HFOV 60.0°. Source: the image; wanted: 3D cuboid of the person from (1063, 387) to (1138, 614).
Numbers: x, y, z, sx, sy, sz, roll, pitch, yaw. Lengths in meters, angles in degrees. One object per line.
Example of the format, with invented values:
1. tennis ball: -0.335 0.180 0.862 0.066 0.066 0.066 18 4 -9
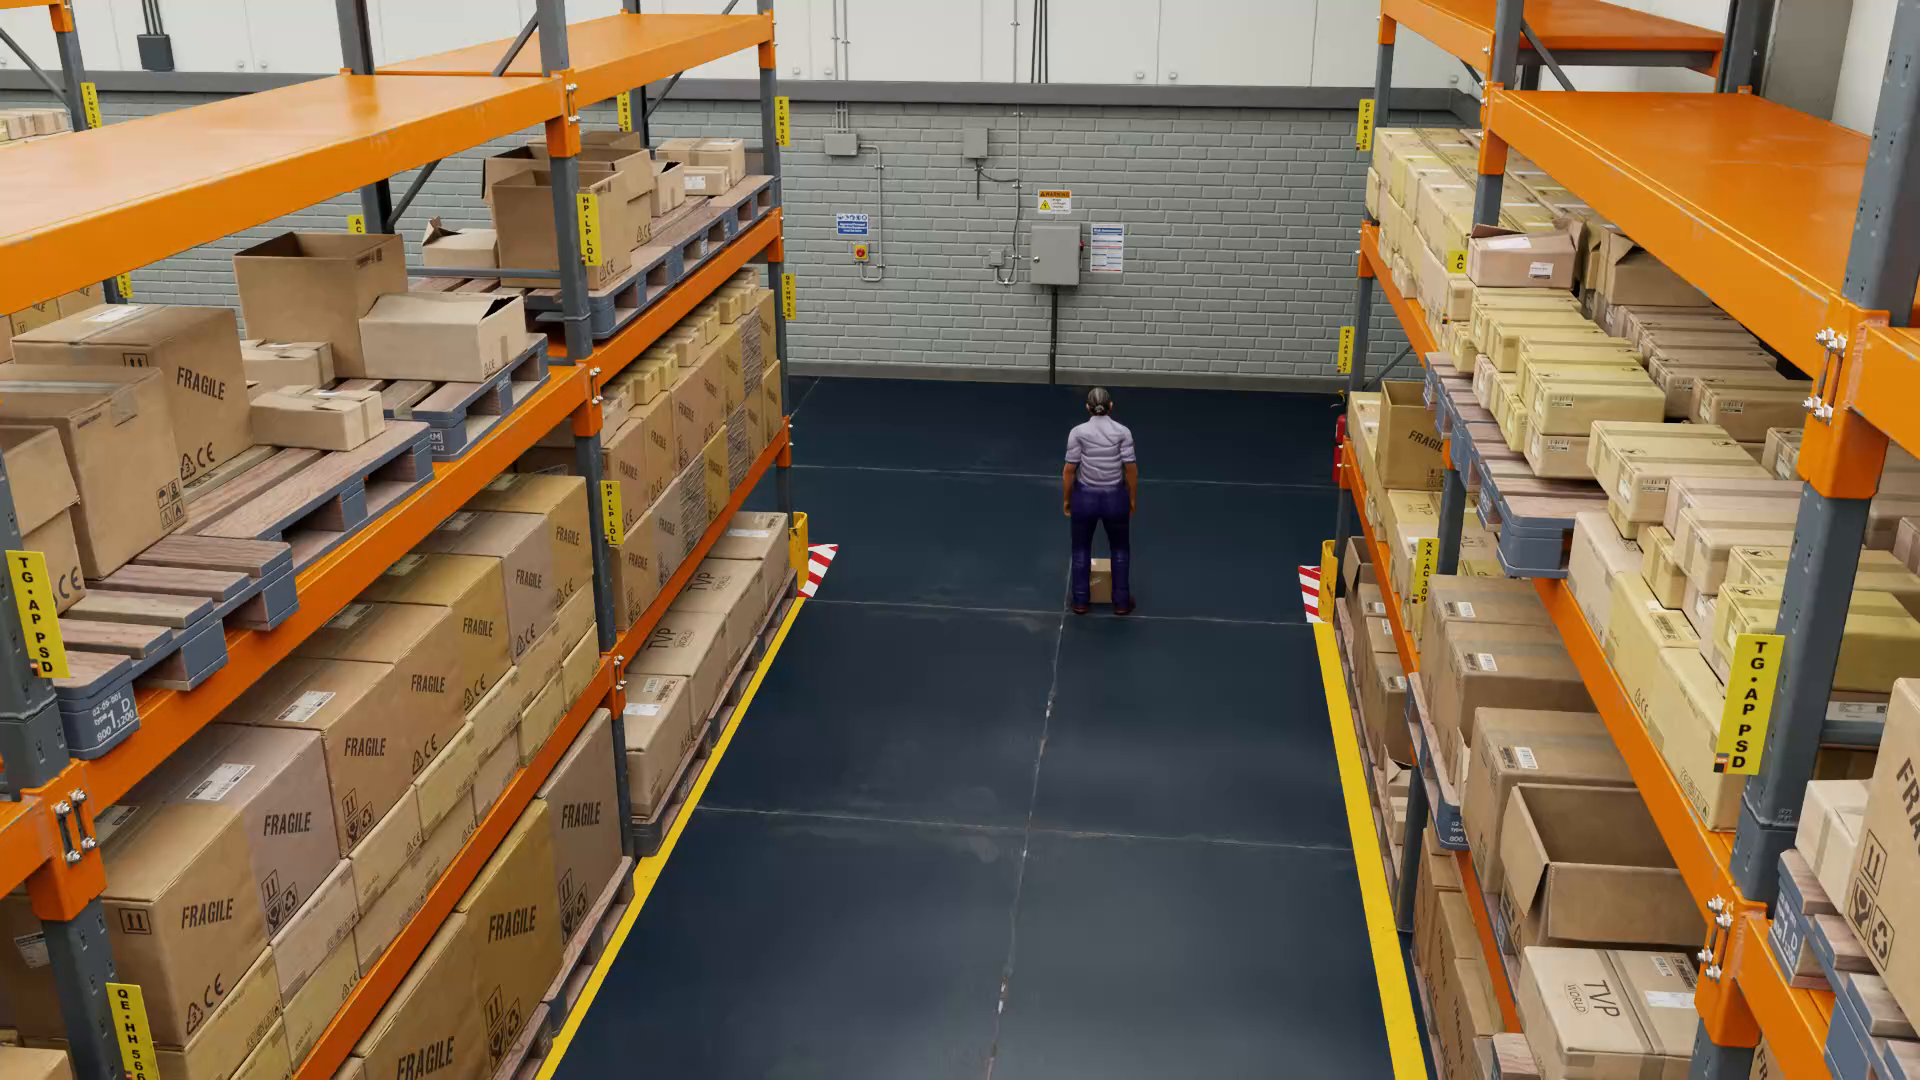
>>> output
1. person: 1.002 -0.265 11.781 0.555 1.647 0.370 1 21 3
